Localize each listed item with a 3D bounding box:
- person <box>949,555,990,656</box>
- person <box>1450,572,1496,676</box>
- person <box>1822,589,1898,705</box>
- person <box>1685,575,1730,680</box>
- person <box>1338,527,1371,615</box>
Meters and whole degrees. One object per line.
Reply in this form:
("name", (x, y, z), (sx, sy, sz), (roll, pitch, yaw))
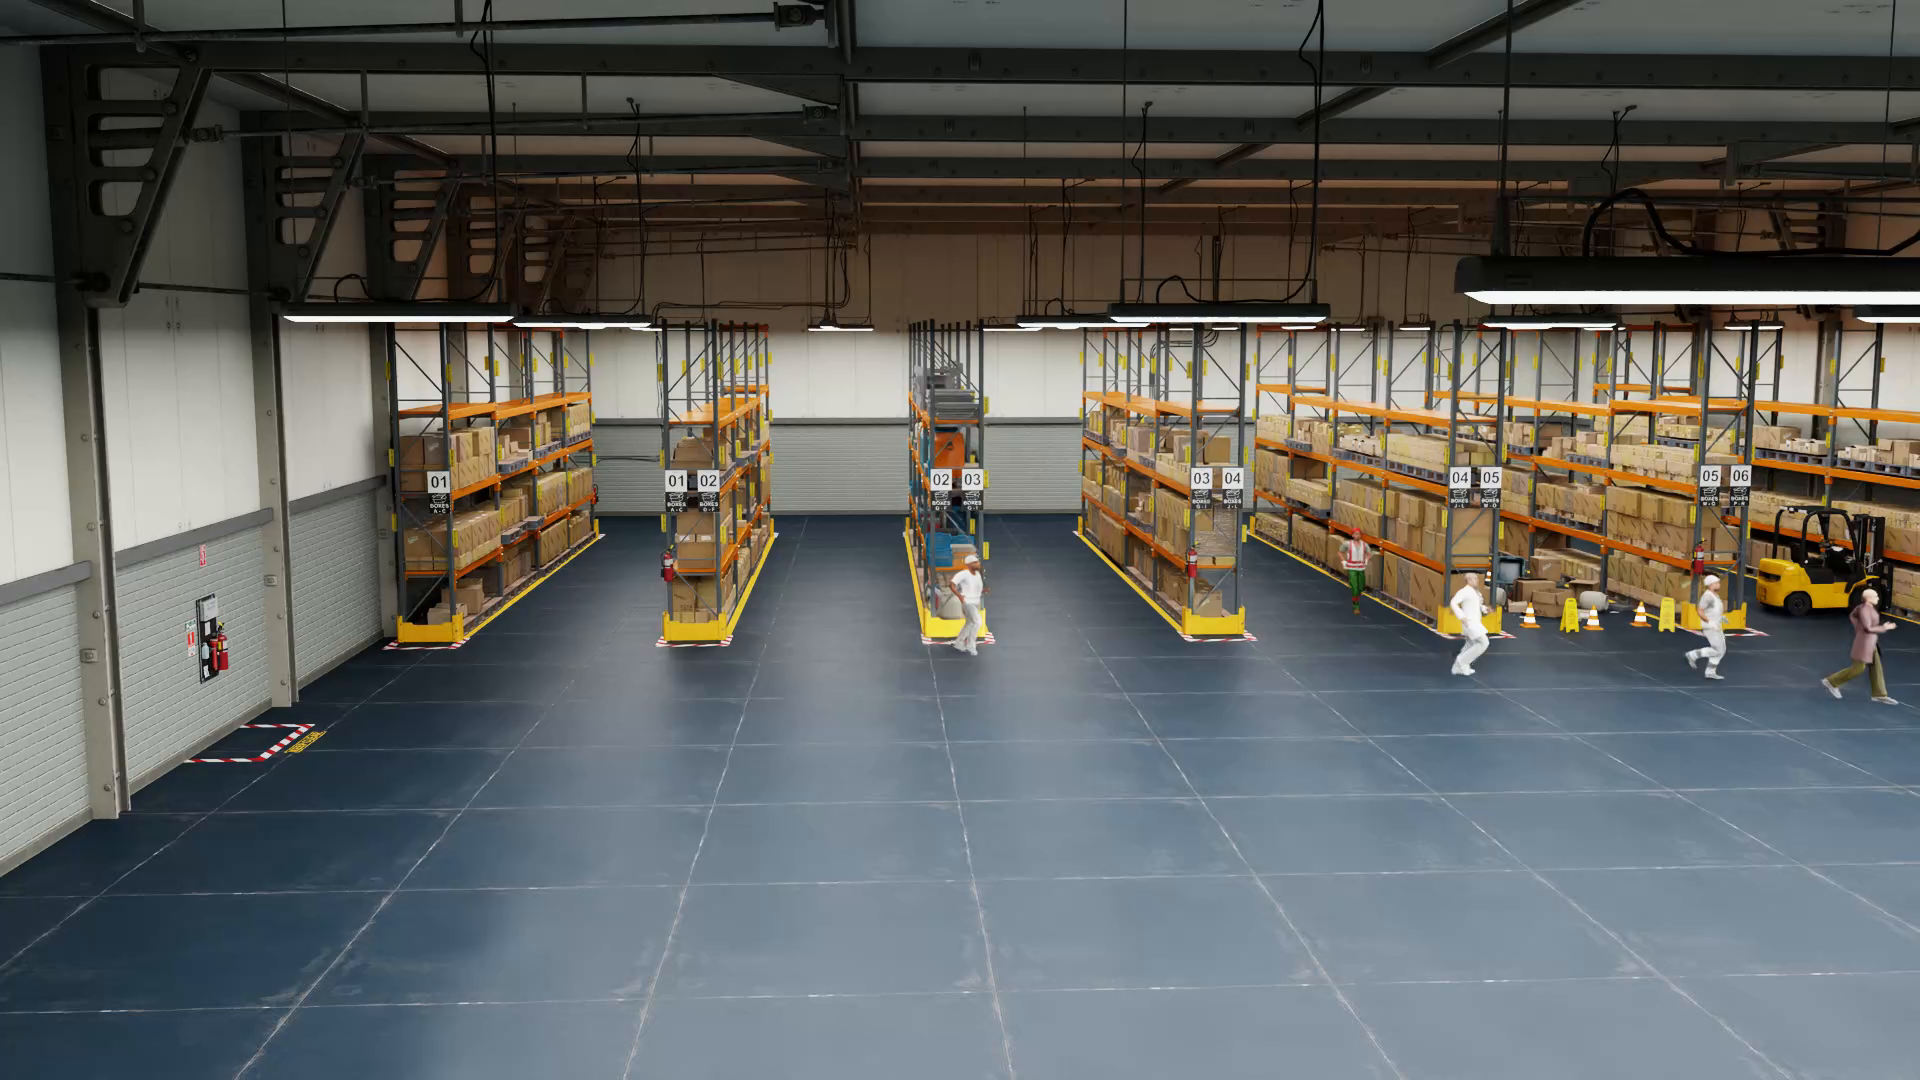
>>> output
("person", (0.209, 1.174, 29.914), (0.695, 1.815, 0.676), (4, 8, 28))
("person", (8.606, 1.411, 27.841), (0.692, 1.740, 0.691), (4, 8, 30))
("person", (13.998, 1.632, 25.767), (1.059, 1.764, 0.703), (5, 9, 35))
("person", (12.477, 1.445, 27.741), (0.606, 1.740, 0.658), (5, 9, 36))
("person", (8.135, 0.617, 34.252), (0.663, 1.778, 0.802), (0, 7, -2))
